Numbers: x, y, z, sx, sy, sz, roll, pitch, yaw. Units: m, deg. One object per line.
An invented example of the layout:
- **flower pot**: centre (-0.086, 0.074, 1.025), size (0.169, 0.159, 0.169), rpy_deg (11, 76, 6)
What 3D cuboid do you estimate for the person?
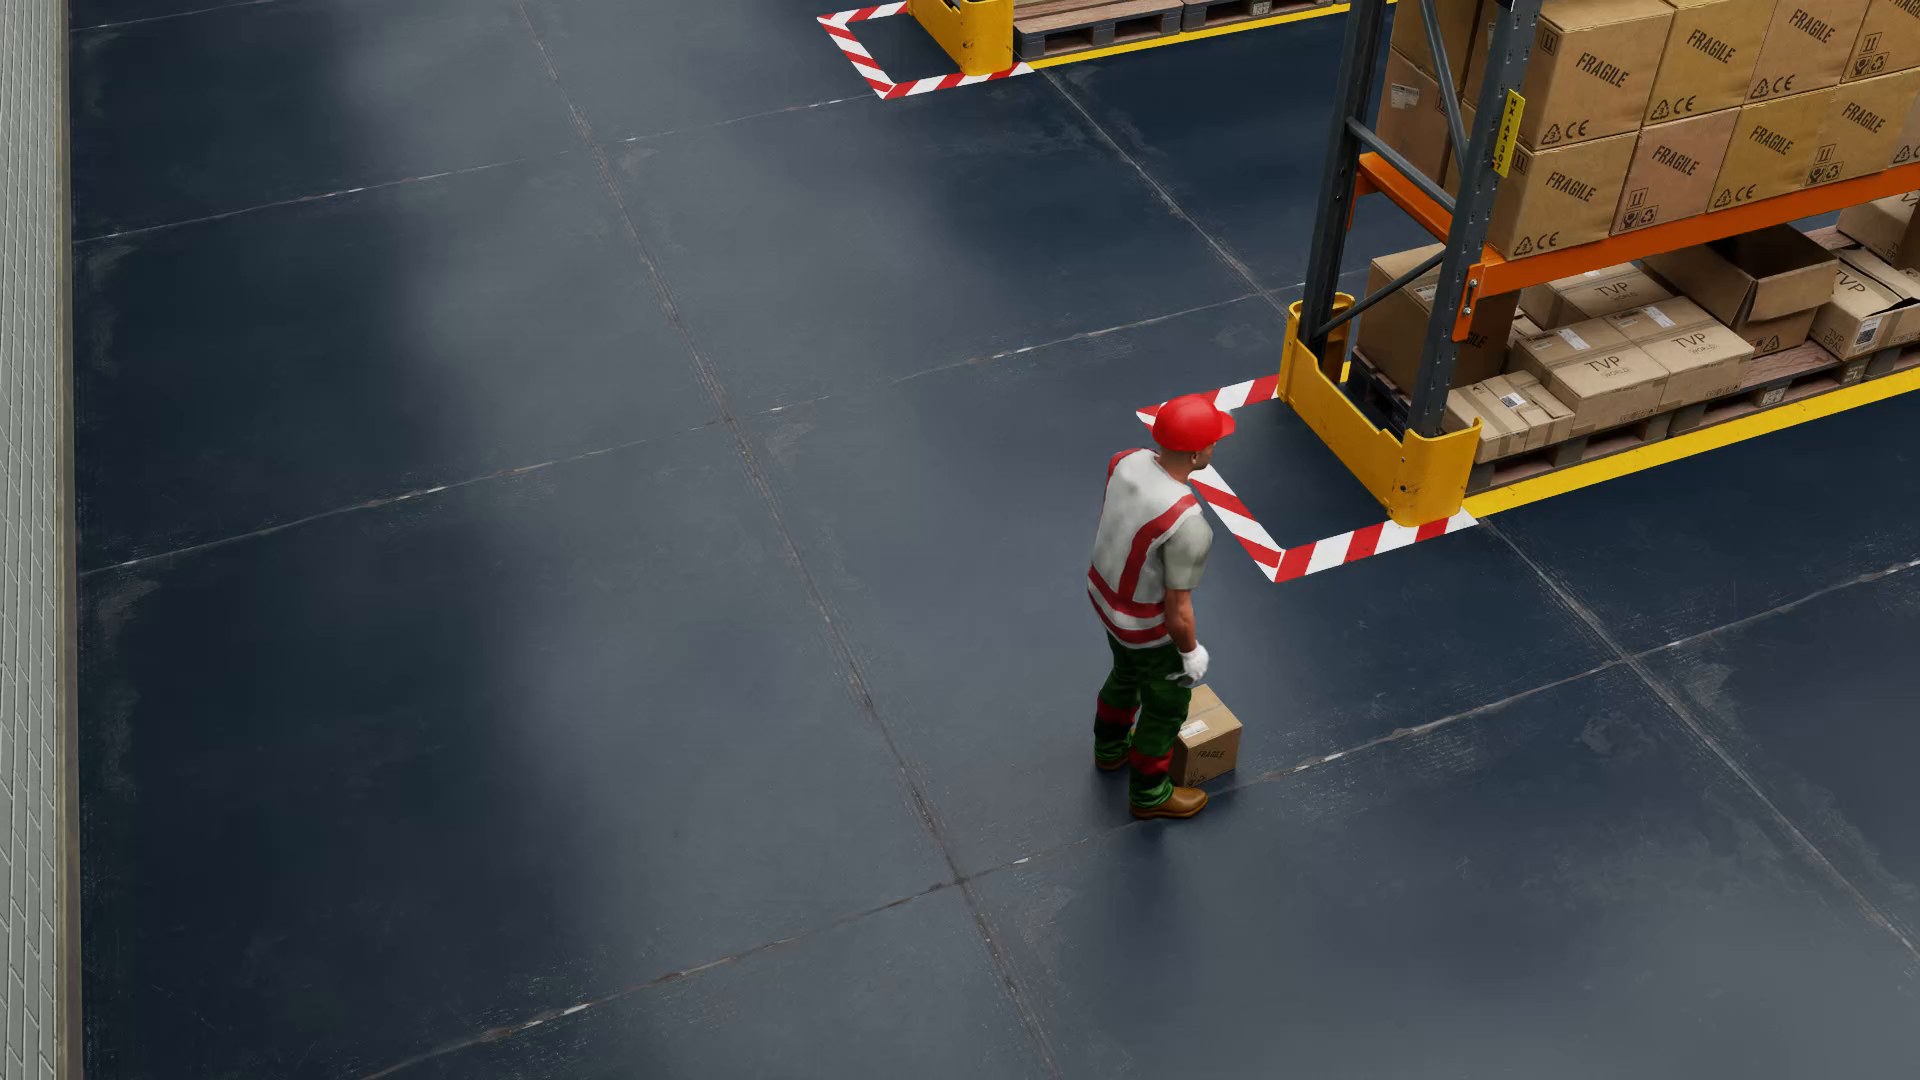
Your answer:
- **person**: centre (0.690, 0.224, 5.850), size (0.453, 1.720, 0.579), rpy_deg (-15, 44, -17)
